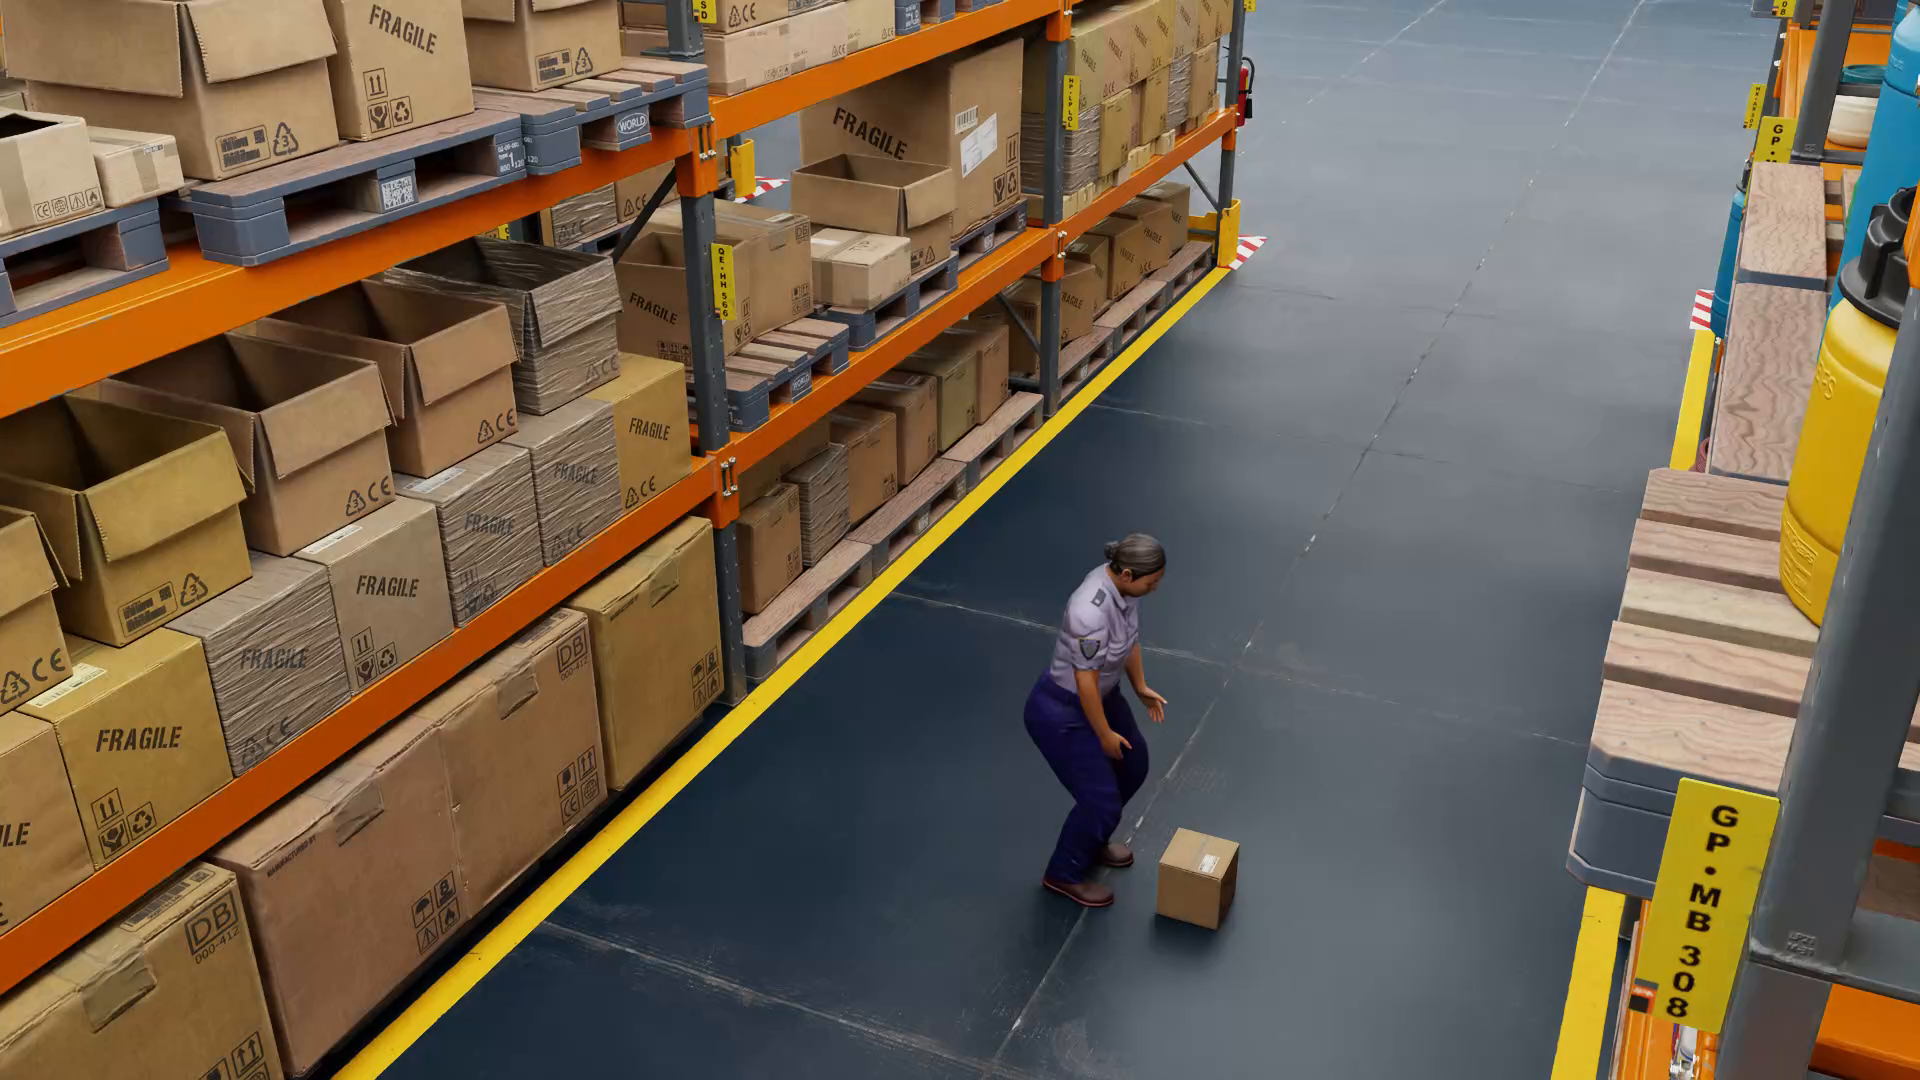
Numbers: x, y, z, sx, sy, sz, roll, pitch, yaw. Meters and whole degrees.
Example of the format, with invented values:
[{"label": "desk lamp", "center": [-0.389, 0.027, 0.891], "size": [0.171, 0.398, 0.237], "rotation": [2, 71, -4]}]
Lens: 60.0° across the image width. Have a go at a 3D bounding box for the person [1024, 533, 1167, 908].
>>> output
[{"label": "person", "center": [0.526, 0.653, 6.441], "size": [0.485, 1.546, 0.515], "rotation": [12, 29, 23]}]
